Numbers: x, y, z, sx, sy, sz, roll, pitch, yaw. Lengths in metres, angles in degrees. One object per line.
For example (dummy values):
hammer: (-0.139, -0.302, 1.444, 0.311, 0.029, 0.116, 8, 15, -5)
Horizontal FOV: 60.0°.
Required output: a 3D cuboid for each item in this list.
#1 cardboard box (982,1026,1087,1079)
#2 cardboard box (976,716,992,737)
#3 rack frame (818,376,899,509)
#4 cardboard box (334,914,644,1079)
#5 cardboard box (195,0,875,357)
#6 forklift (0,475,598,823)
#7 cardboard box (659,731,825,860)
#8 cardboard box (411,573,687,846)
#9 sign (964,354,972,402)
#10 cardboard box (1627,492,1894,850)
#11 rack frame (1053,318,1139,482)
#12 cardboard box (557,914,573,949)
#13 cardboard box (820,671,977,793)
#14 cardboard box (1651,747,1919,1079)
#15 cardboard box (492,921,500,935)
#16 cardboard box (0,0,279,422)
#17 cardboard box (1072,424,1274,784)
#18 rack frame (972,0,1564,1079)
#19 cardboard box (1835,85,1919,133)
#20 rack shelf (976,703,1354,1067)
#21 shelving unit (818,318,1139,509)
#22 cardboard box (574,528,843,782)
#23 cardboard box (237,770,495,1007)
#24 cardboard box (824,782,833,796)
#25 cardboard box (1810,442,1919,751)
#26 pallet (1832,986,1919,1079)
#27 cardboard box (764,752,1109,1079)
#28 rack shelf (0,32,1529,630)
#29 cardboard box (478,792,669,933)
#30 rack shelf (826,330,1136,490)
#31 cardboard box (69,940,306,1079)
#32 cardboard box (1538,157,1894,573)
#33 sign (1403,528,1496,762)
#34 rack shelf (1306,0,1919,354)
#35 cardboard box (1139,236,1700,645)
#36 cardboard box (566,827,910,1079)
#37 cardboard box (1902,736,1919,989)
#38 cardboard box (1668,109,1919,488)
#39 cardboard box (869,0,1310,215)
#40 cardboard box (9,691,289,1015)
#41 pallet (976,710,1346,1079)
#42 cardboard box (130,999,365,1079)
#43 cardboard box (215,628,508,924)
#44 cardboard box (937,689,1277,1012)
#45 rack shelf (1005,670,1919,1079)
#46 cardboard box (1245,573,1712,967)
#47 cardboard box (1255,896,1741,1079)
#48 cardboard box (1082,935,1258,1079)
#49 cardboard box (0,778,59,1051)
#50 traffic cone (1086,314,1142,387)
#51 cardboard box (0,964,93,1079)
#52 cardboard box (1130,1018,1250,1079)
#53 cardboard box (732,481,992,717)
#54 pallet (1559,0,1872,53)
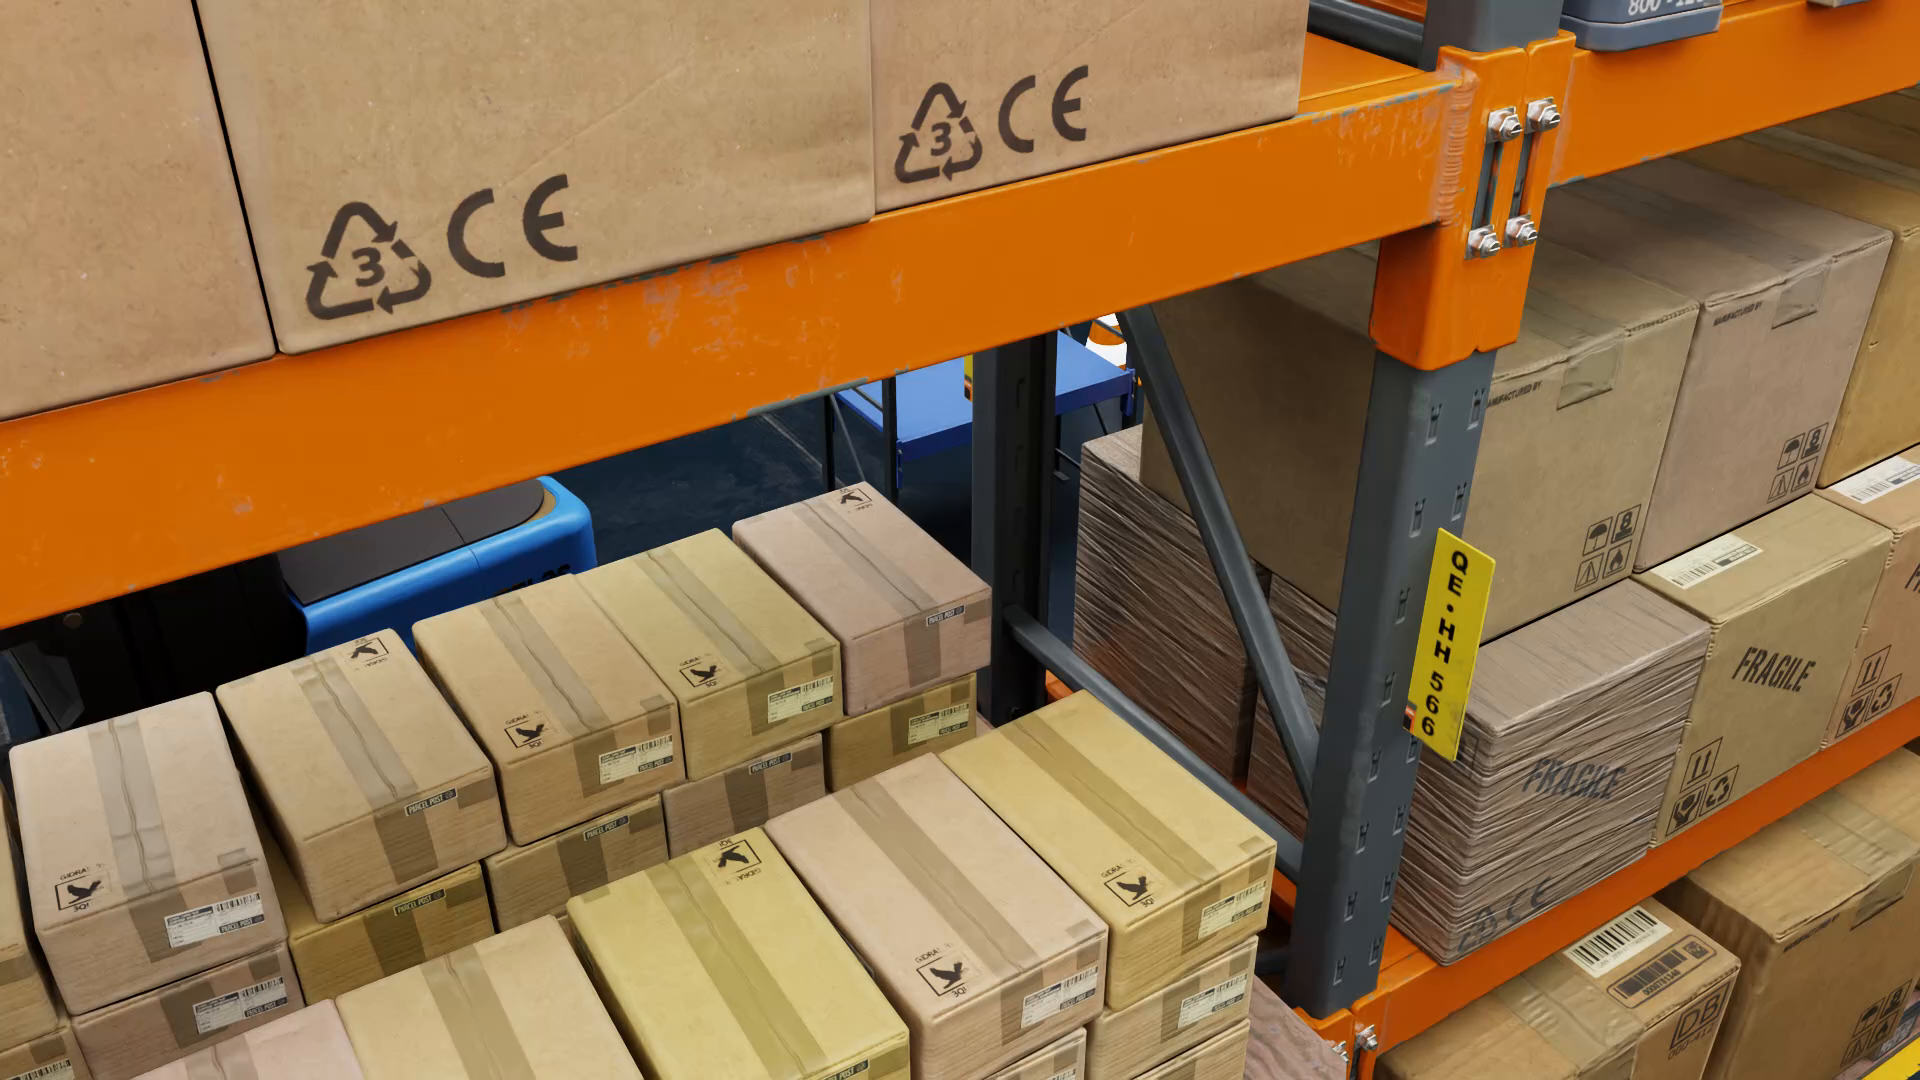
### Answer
cardboard box: (-0.052, 0.585, 2.074, 0.250, 0.149, 0.380, -18, 36, -26)
cardboard box: (-0.145, 0.325, 2.766, 0.250, 0.149, 0.380, -20, 37, -28)
rack frame: (-0.356, -0.512, 5.656, 0.032, 1.500, 0.500, -19, 37, -27)
cardboard box: (-0.478, 0.608, 1.759, 0.250, 0.149, 0.380, -18, 36, -26)
cardboard box: (-0.415, -0.524, 1.364, 0.500, 0.500, 0.500, -19, 37, -27)
forklift: (-2.416, -0.106, 3.671, 3.031, 2.935, 1.130, -24, 40, -33)
cardboard box: (-0.401, 0.289, 2.543, 0.250, 0.149, 0.380, -17, 36, -25)
cardboard box: (-0.586, 0.229, 2.360, 0.250, 0.149, 0.380, -19, 37, -28)
sign: (0.037, -0.380, 2.956, 0.005, 0.325, 0.100, -19, 37, -27)
cardboard box: (1.290, 0.158, 3.094, 0.500, 0.500, 0.500, -19, 37, -28)
rack frame: (0.499, -0.806, 6.122, 0.032, 1.500, 0.500, -19, 37, -27)
cardboard box: (-0.597, 0.480, 2.519, 0.250, 0.149, 0.380, -17, 36, -25)
cardboard box: (-0.174, 0.210, 2.669, 0.250, 0.149, 0.380, -17, 36, -25)
cardboard box: (1.634, 0.741, 3.978, 0.750, 0.750, 1.050, -18, 37, -27)
cardboard box: (-0.823, 0.559, 2.394, 0.250, 0.149, 0.380, -17, 36, -25)
cardboard box: (-0.838, -0.382, 1.138, 0.500, 0.500, 0.500, -19, 37, -27)
cardboard box: (0.574, 0.064, 3.243, 0.500, 0.500, 0.500, -19, 37, -27)
rack frame: (0.342, 0.359, 2.870, 0.053, 2.616, 0.949, -19, 37, -27)
cardboard box: (2.007, -0.677, 3.481, 0.500, 0.500, 0.700, -19, 37, -28)
rack shelf: (-1.341, 1.240, 2.148, 4.000, 0.370, 1.077, -19, 37, -27)
shelving unit: (0.072, -0.659, 5.889, 1.048, 1.500, 0.538, -19, 37, -27)
cardboard box: (-0.377, 0.160, 2.469, 0.250, 0.149, 0.380, -20, 37, -29)
cardboard box: (-0.836, 0.441, 2.303, 0.250, 0.149, 0.380, -19, 37, -27)
cardboard box: (-0.371, 0.402, 2.643, 0.250, 0.149, 0.380, -17, 36, -25)
cardboard box: (1.714, 0.012, 3.325, 0.500, 0.500, 0.500, -19, 37, -27)
pallet: (2.068, 0.992, 4.479, 1.213, 0.211, 1.003, -19, 37, -27)
cardboard box: (-0.035, 0.453, 2.004, 0.250, 0.149, 0.380, -19, 37, -28)
rack shelf: (-1.341, -0.029, 1.347, 4.000, 0.370, 1.077, -19, 37, -27)
cardboard box: (-0.624, 0.368, 2.419, 0.250, 0.149, 0.380, -20, 37, -29)
rack shelf: (0.072, -0.507, 5.985, 1.000, 0.185, 0.538, -19, 37, -27)
cardboard box: (-1.046, 0.512, 2.189, 0.250, 0.149, 0.380, -19, 37, -27)
cardboard box: (1.148, -0.380, 3.010, 0.500, 0.500, 0.700, -20, 37, -28)
sign: (0.642, 0.142, 2.203, 0.005, 0.325, 0.100, -19, 37, -27)
rack shelf: (2.021, -1.185, 3.180, 4.000, 0.370, 1.077, -19, 37, -27)
cardboard box: (0.723, -0.233, 2.777, 0.500, 0.500, 0.700, -19, 37, -28)
cardboard box: (-0.256, 0.529, 1.884, 0.250, 0.149, 0.380, -18, 36, -26)
cardboard box: (2.417, 0.472, 4.406, 0.750, 0.750, 1.050, -19, 37, -27)
cardboard box: (1.578, -0.529, 3.247, 0.500, 0.500, 0.700, -20, 37, -28)
cardboard box: (-0.002, -0.675, 1.603, 0.500, 0.500, 0.500, -19, 37, -27)
cardboard box: (-1.035, 0.384, 2.114, 0.250, 0.149, 0.380, -17, 36, -25)
pallet: (-0.201, 0.692, 2.521, 1.003, 0.211, 1.213, -19, 37, -27)
cardboard box: (-0.684, 0.675, 1.653, 0.250, 0.149, 0.380, -19, 37, -27)
cardboard box: (-0.809, 0.305, 2.239, 0.250, 0.149, 0.380, -21, 38, -29)
cardboard box: (0.177, 0.382, 2.118, 0.250, 0.149, 0.380, -21, 38, -29)
rack shelf: (2.021, 0.083, 3.981, 4.000, 0.370, 1.077, -19, 37, -27)
cardboard box: (0.864, 0.306, 2.859, 0.500, 0.500, 0.500, -19, 37, -27)
cardboard box: (0.901, 0.995, 3.575, 0.750, 0.750, 1.050, -20, 37, -28)
cardboard box: (0.172, 0.507, 2.198, 0.250, 0.149, 0.380, -18, 37, -26)
cardboard box: (-1.257, 0.462, 1.991, 0.250, 0.149, 0.380, -18, 36, -26)
traffic cone: (0.652, -0.930, 7.291, 0.334, 0.463, 0.336, -19, 37, -27)
cardboard box: (-1.256, 0.583, 2.078, 0.250, 0.149, 0.380, -19, 37, -28)
cardboard box: (0.175, 0.635, 2.274, 0.250, 0.149, 0.380, -18, 37, -27)
cardboard box: (-0.157, 0.082, 2.592, 0.250, 0.149, 0.380, -19, 37, -27)
pallet: (0.853, -1.041, 2.455, 1.003, 0.211, 1.213, -17, 36, -25)
